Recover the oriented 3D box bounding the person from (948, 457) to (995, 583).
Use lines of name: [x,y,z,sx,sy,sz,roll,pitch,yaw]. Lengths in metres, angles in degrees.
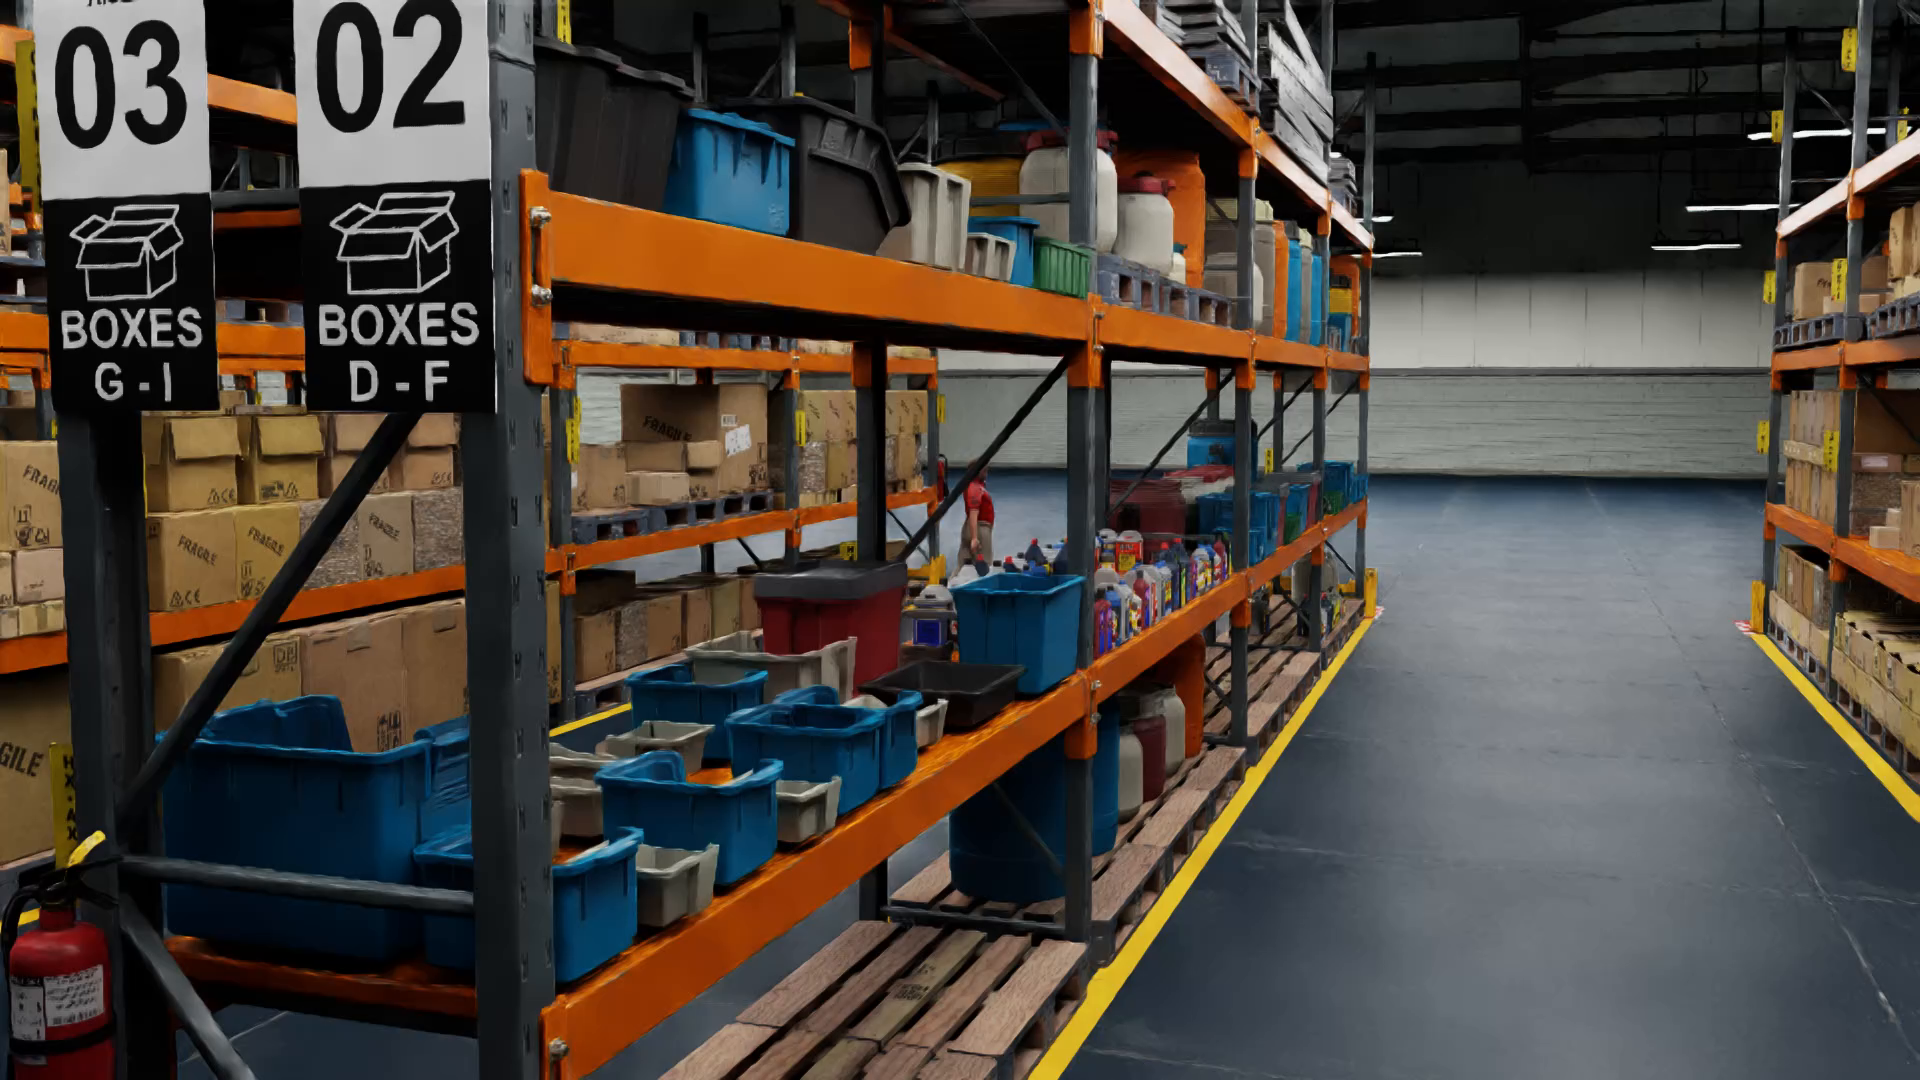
person: [0.151,-0.040,18.060,0.696,1.714,0.693,-1,5,-12]
